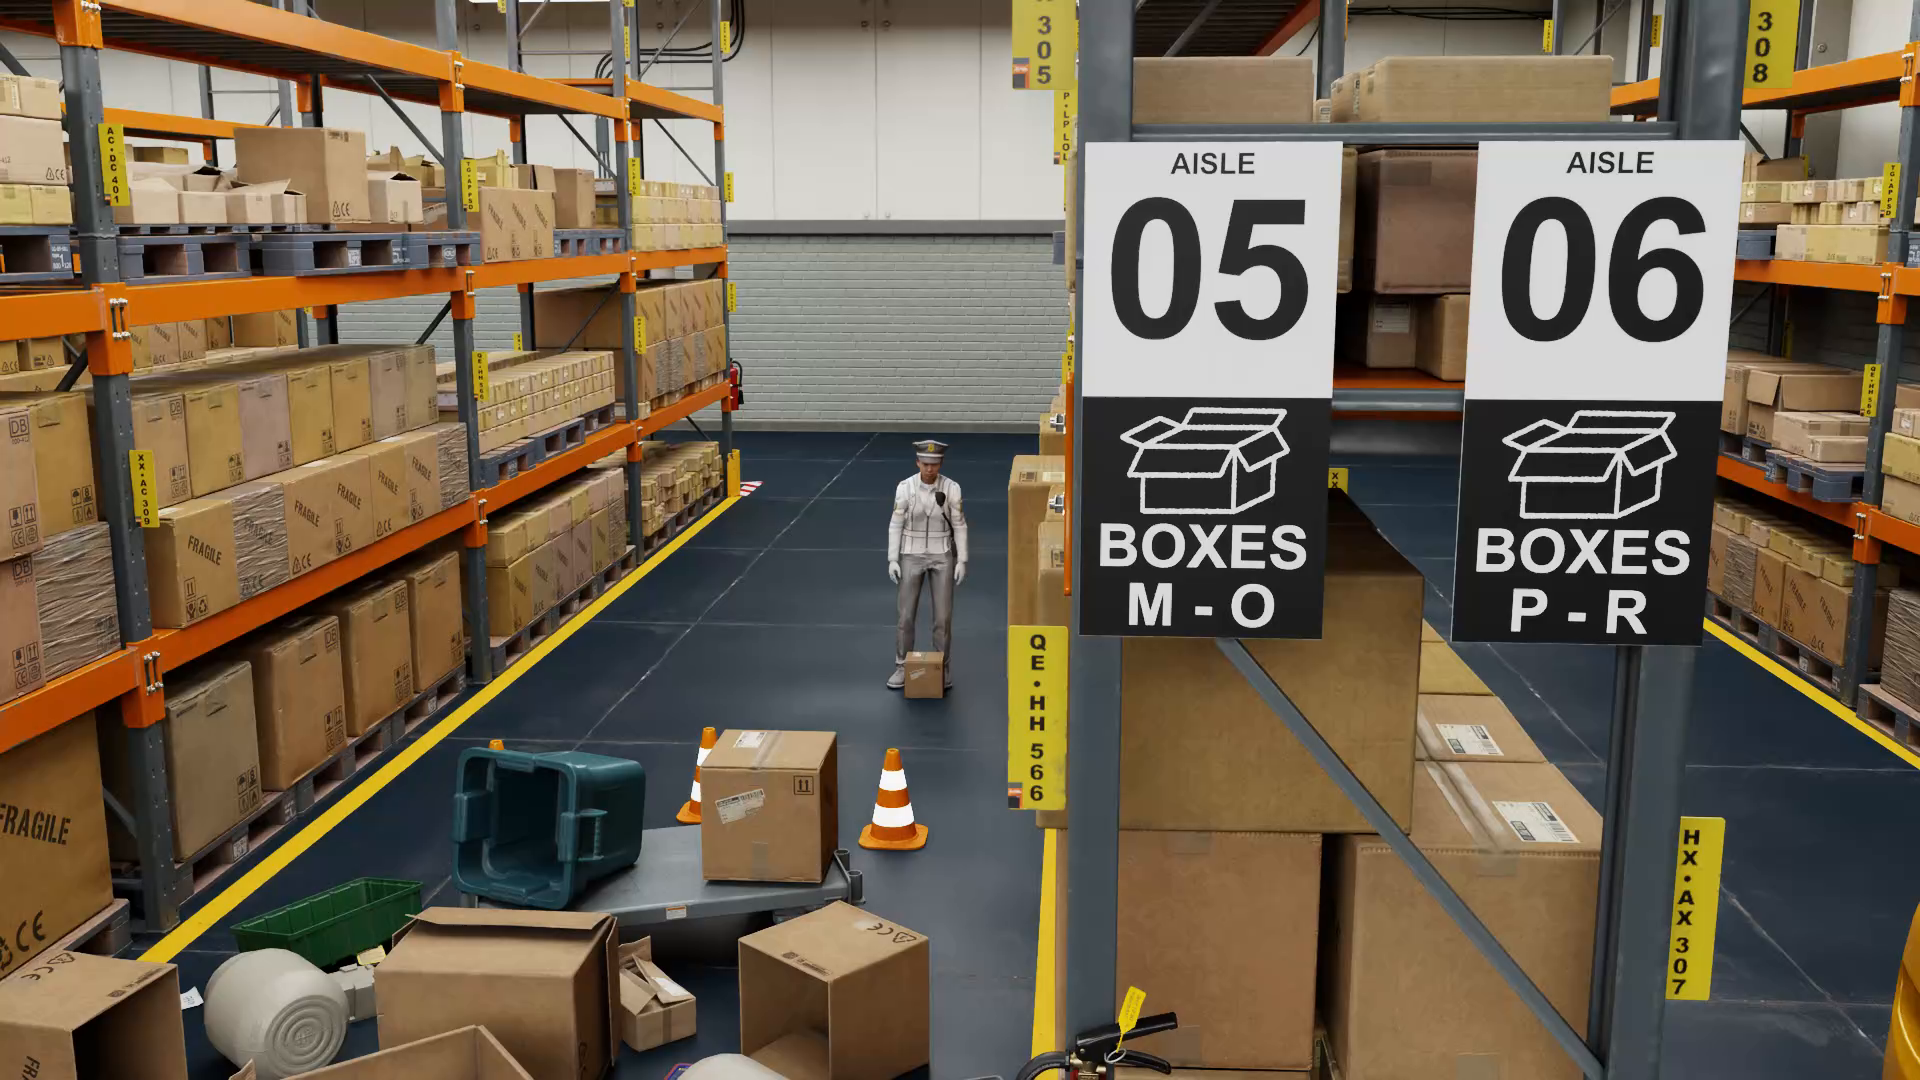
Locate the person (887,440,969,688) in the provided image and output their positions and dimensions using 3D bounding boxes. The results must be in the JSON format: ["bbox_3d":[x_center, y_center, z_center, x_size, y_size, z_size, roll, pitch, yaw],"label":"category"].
[{"bbox_3d":[-0.216,0.153,11.113,0.547,1.667,0.369,0,11,1],"label":"person"}]
